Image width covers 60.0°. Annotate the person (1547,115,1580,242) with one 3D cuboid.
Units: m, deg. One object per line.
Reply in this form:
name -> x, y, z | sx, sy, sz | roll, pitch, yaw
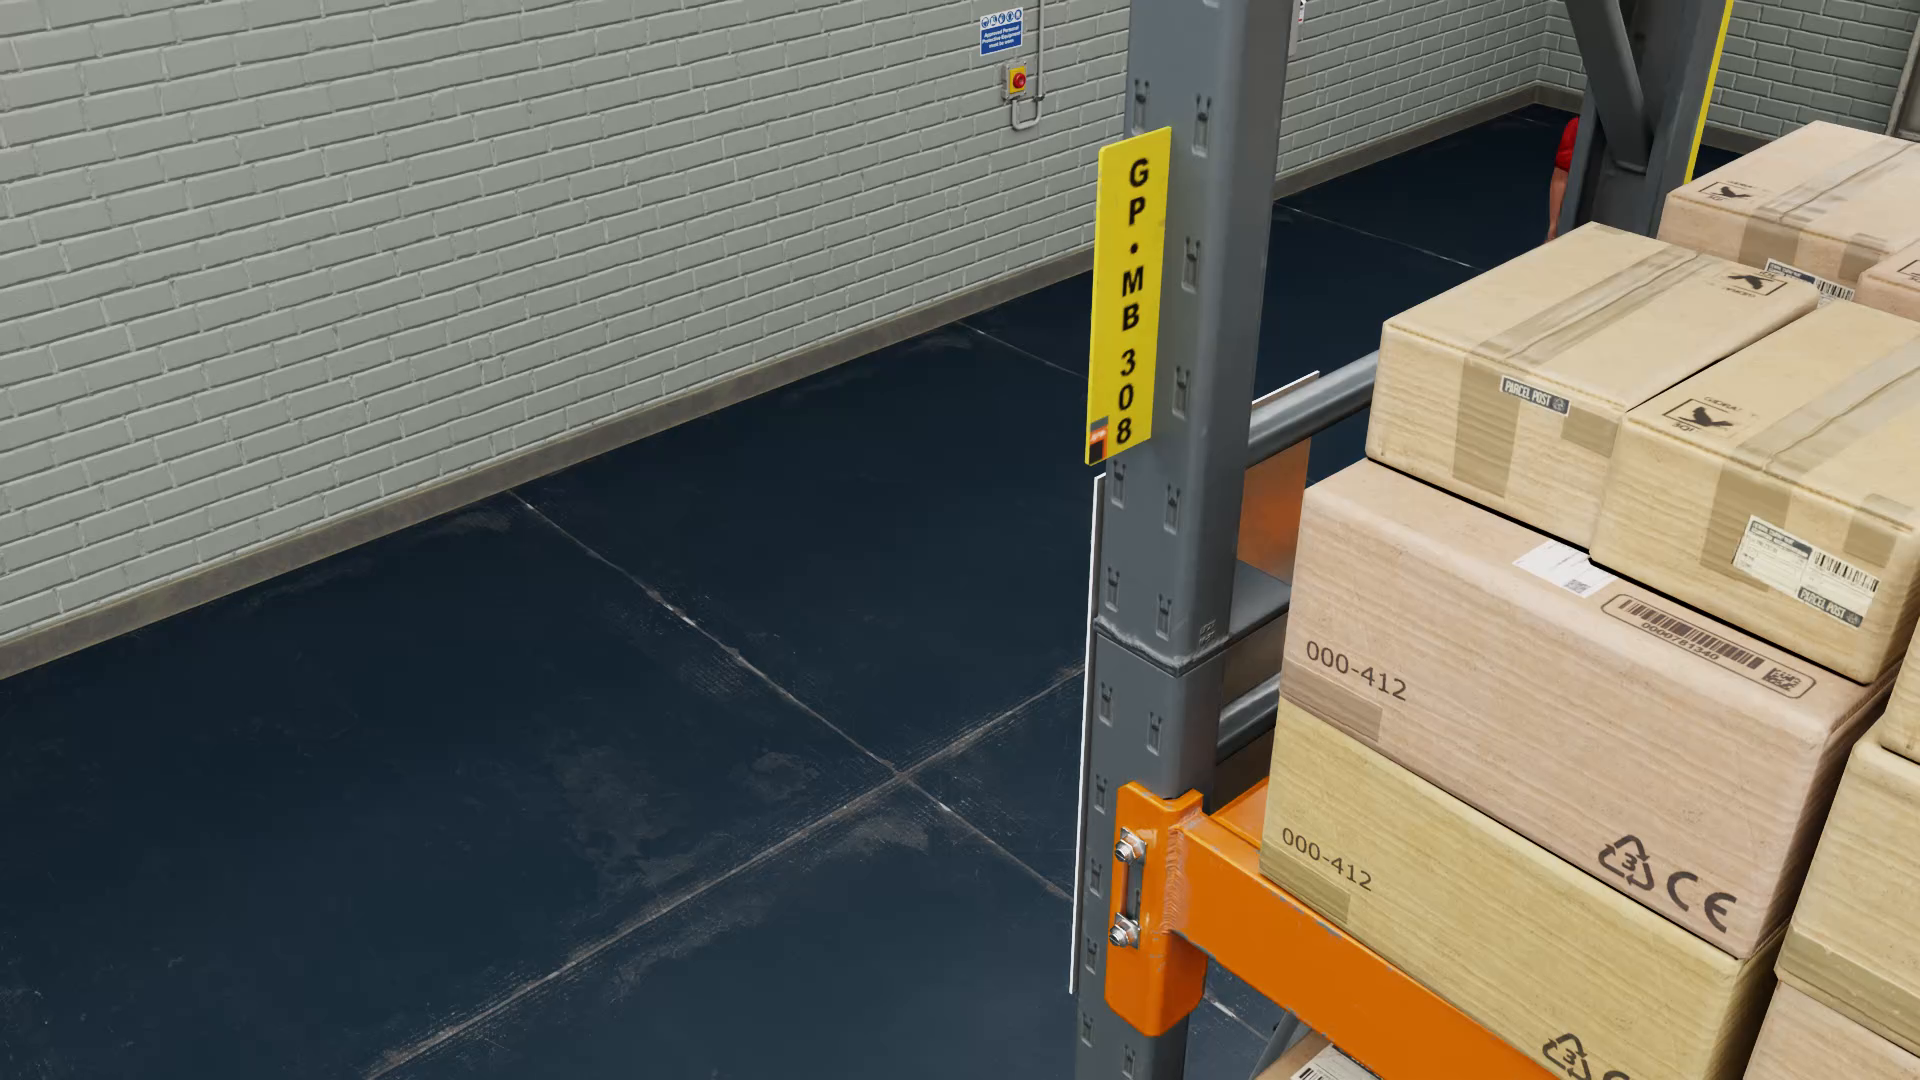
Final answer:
person -> 3.381, -1.661, 8.828 | 0.533, 1.699, 0.723 | 27, 41, 36
